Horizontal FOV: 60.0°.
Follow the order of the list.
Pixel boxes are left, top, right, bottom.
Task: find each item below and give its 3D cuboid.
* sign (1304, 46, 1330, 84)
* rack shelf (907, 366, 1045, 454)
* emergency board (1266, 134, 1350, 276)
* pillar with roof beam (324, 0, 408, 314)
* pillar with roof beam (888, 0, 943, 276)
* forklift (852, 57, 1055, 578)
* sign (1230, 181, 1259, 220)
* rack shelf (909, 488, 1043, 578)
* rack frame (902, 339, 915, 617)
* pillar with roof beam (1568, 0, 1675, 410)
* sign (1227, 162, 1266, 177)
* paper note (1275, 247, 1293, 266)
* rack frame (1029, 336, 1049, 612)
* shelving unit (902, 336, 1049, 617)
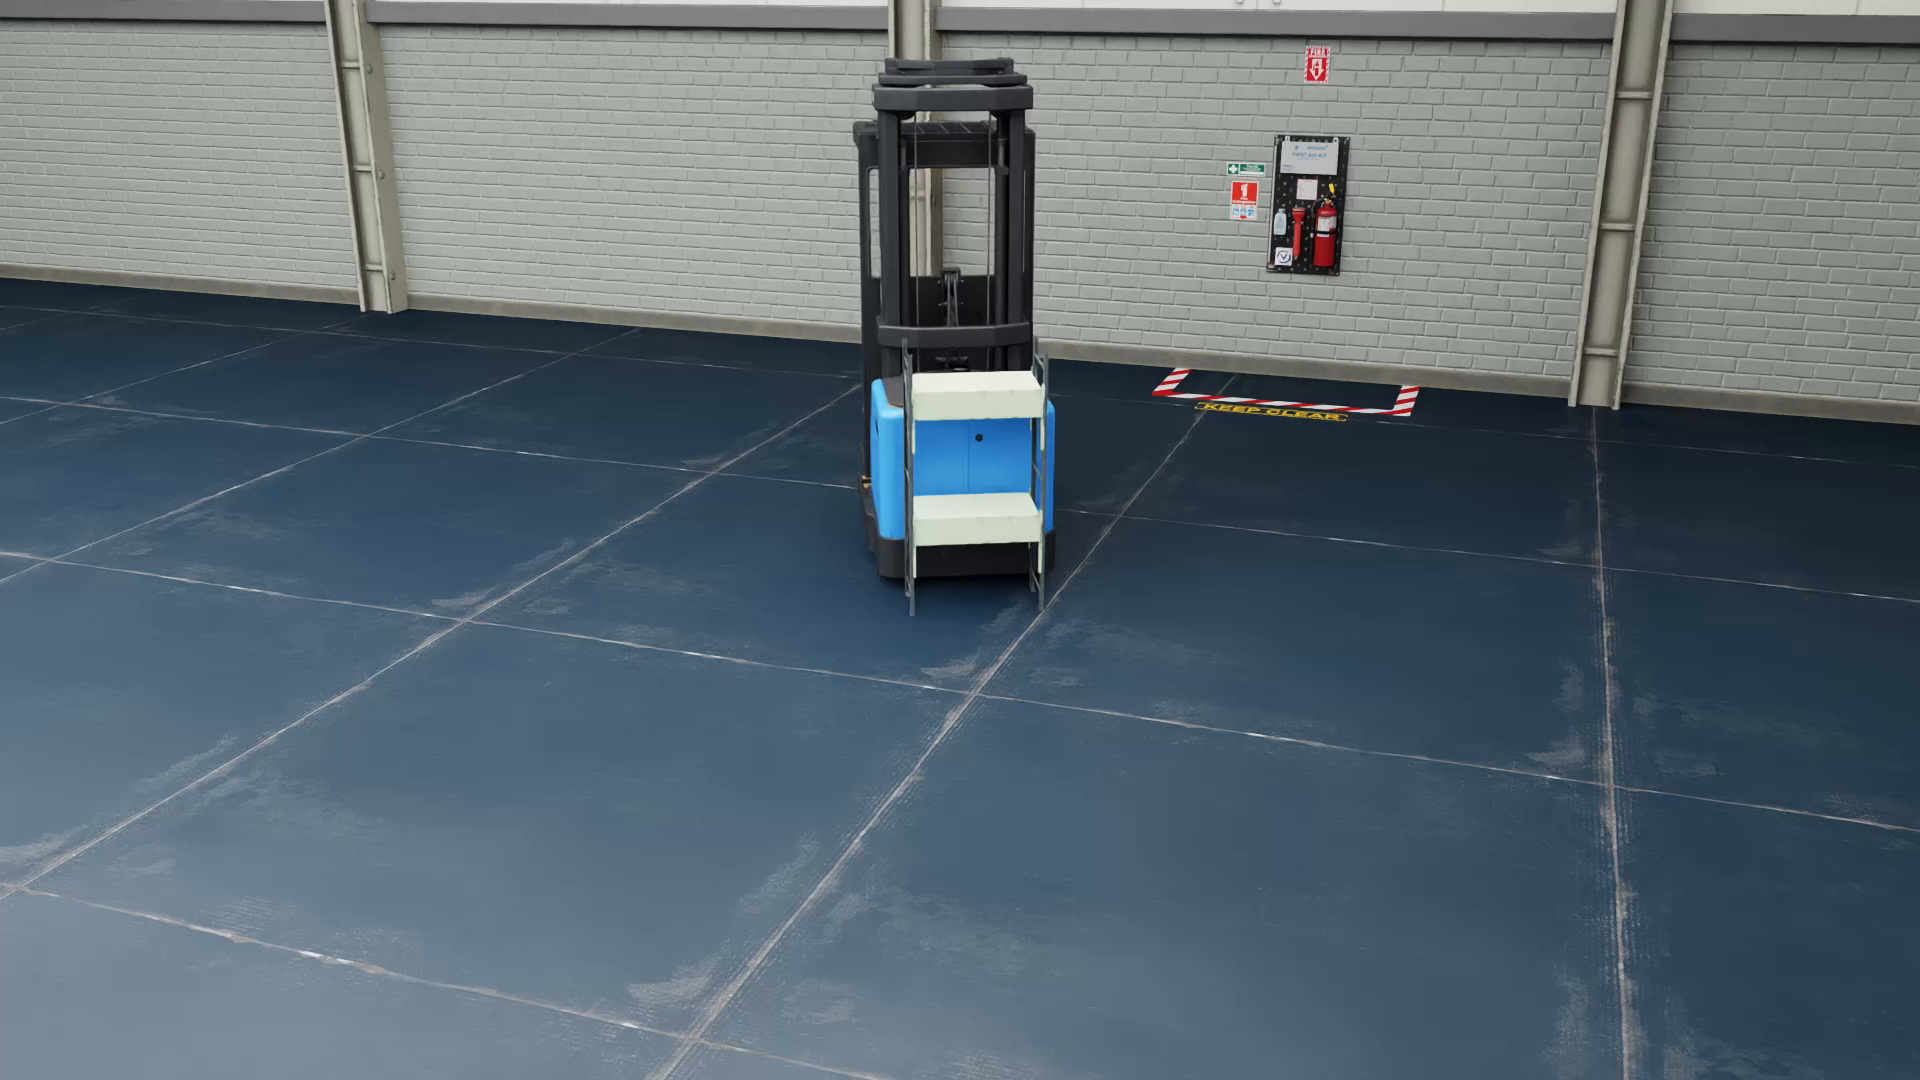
[{"bbox_3d":[2.973,-3.957,13.850,0.199,0.298,0.001,7,20,18],"label":"sign"},{"bbox_3d":[0.078,-0.720,9.169,0.720,0.370,0.431,-2,20,-6],"label":"rack shelf"},{"bbox_3d":[2.948,-2.831,14.140,0.643,1.169,0.194,7,20,18],"label":"emergency board"},{"bbox_3d":[-7.478,-5.343,12.231,0.400,9.000,9.100,7,20,18],"label":"pillar with roof beam"},{"bbox_3d":[-1.810,-4.694,10.372,0.400,9.000,9.100,7,20,18],"label":"pillar with roof beam"},{"bbox_3d":[-0.109,-1.603,10.723,1.130,2.935,3.031,-2,19,-6],"label":"forklift"},{"bbox_3d":[2.460,-2.939,14.398,0.234,0.329,0.001,7,20,18],"label":"sign"},{"bbox_3d":[0.077,-0.046,9.412,0.720,0.370,0.431,-2,20,-6],"label":"rack shelf"},{"bbox_3d":[-0.286,-0.339,9.263,0.023,1.500,0.400,-2,20,-6],"label":"rack frame"},{"bbox_3d":[3.857,-4.046,8.513,0.400,9.000,9.100,7,20,18],"label":"pillar with roof beam"},{"bbox_3d":[2.461,-3.186,14.301,0.331,0.109,0.001,7,20,18],"label":"sign"},{"bbox_3d":[2.804,-2.455,14.401,0.142,0.148,0.016,7,20,18],"label":"paper note"},{"bbox_3d":[0.442,-0.366,9.339,0.023,1.500,0.400,-2,20,-6],"label":"rack frame"},{"bbox_3d":[0.078,-0.353,9.301,0.755,1.500,0.431,-2,20,-6],"label":"shelving unit"}]
